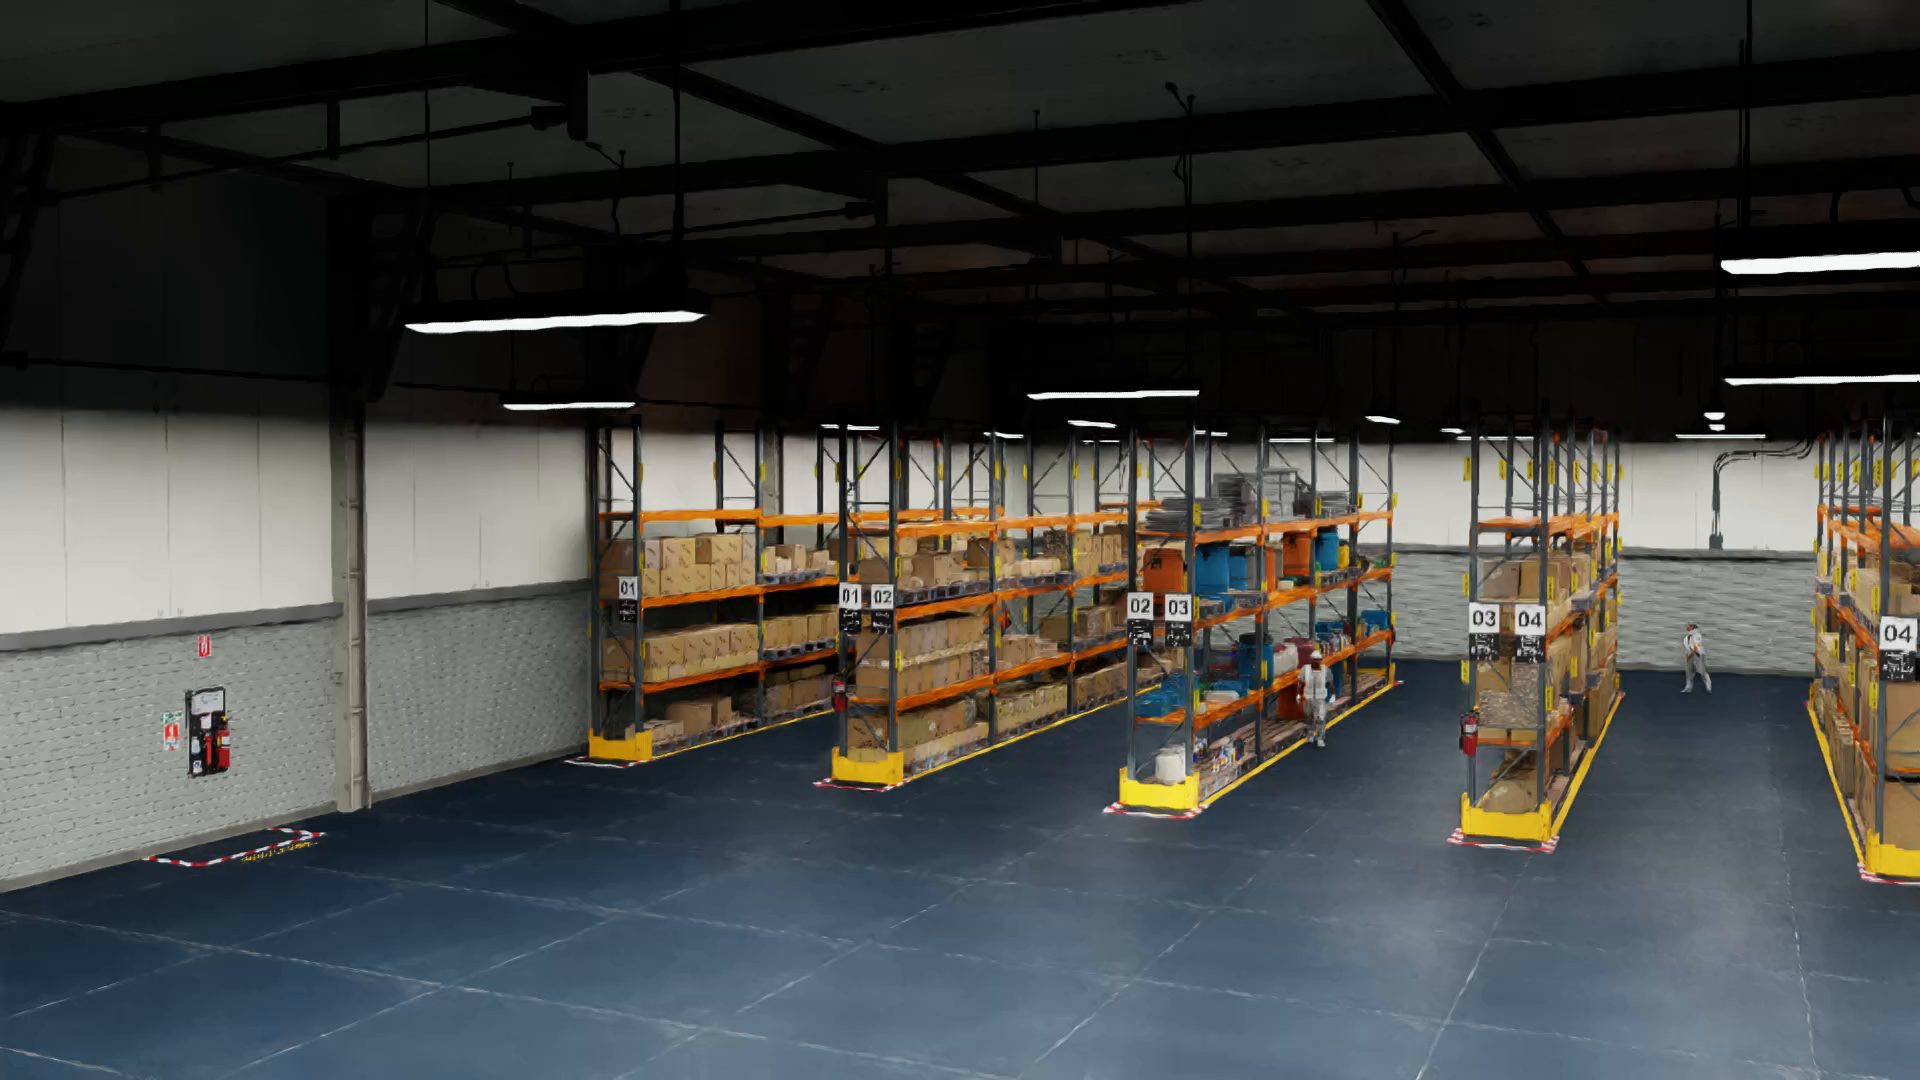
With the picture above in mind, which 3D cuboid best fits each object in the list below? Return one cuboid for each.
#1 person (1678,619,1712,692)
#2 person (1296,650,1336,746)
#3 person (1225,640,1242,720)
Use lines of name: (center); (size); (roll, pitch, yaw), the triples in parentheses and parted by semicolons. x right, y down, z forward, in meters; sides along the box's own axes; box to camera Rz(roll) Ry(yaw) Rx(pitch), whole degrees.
person: (16.724, 2.627, 37.767); (0.687, 1.650, 0.517); (0, 2, -2)
person: (6.532, 2.876, 30.483); (0.700, 1.749, 0.697); (1, 2, 17)
person: (5.624, 2.817, 33.823); (0.601, 1.590, 0.831); (1, 3, 30)
